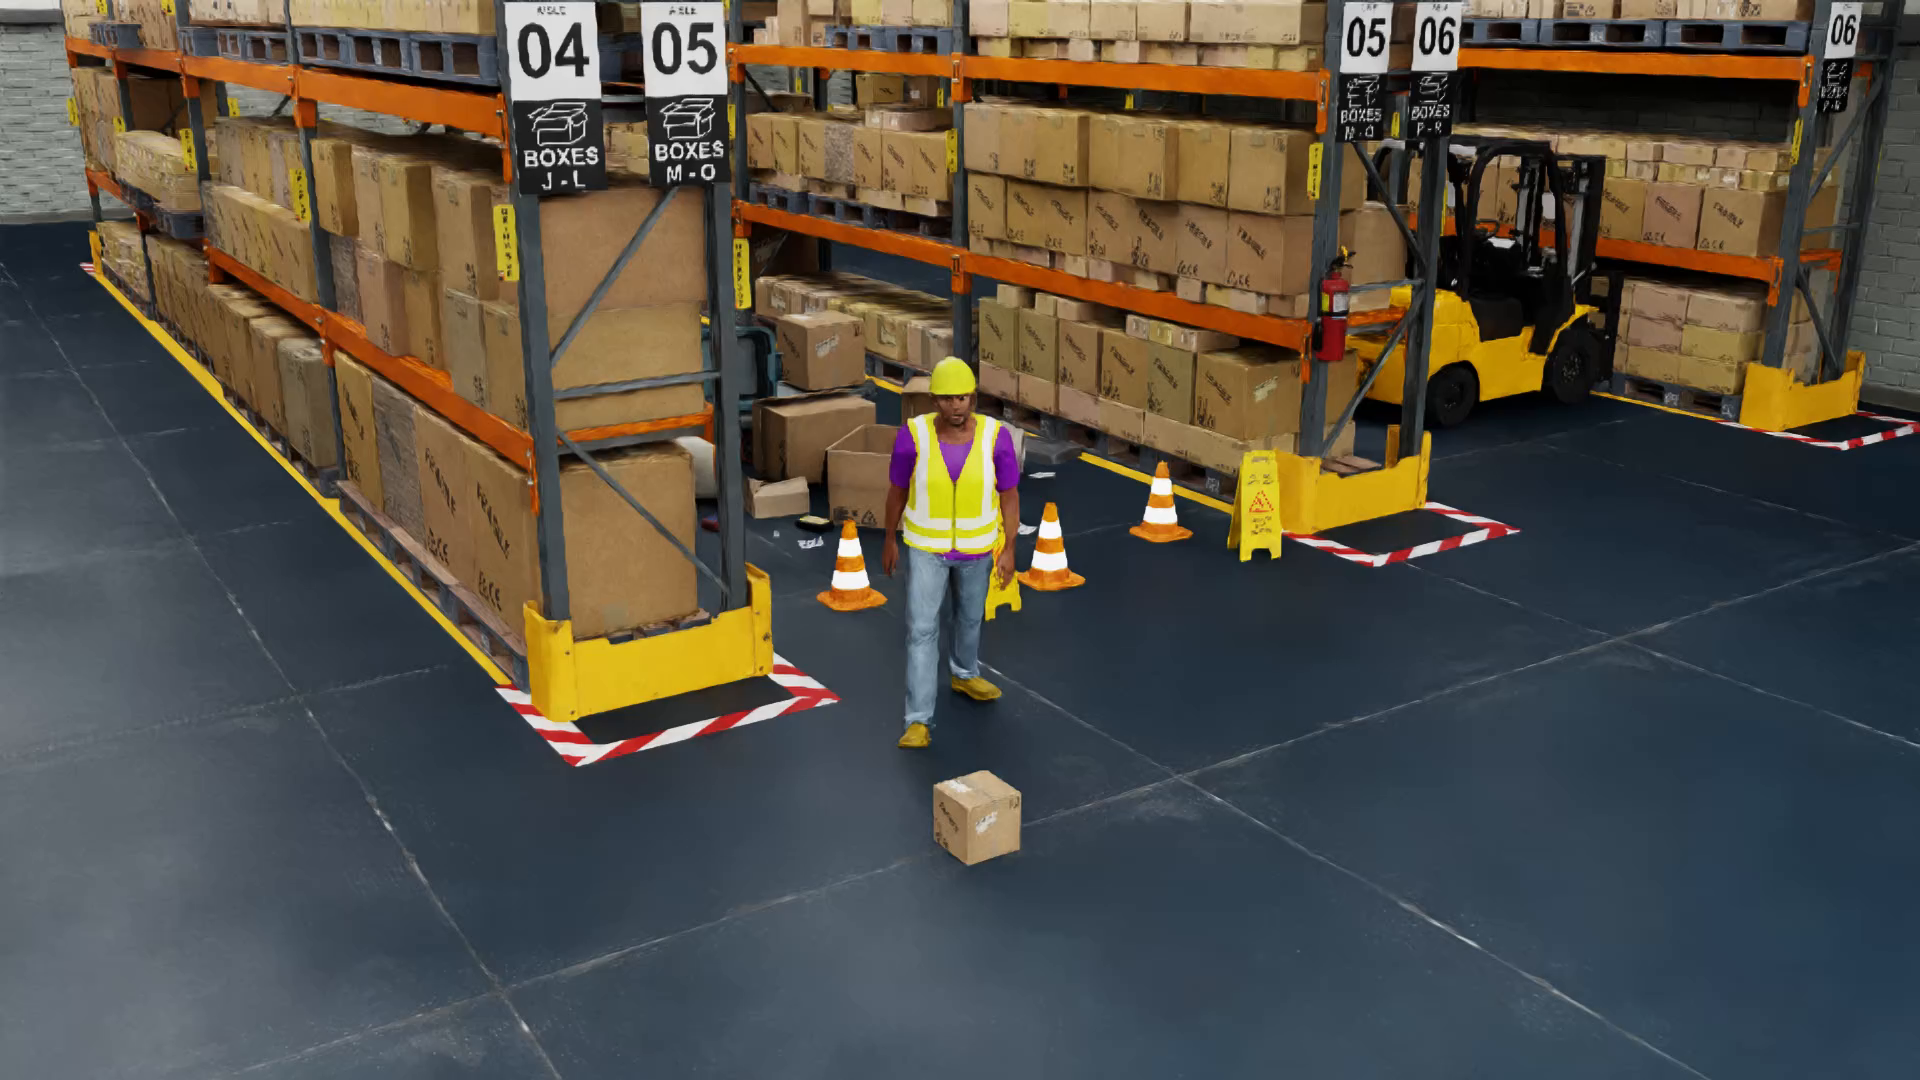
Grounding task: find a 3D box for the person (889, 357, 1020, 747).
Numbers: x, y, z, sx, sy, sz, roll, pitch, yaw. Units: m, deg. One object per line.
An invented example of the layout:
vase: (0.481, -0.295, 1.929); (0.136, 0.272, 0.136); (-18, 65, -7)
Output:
person: (-0.026, 0.034, 7.428); (0.599, 1.729, 0.899); (-2, 18, -7)
